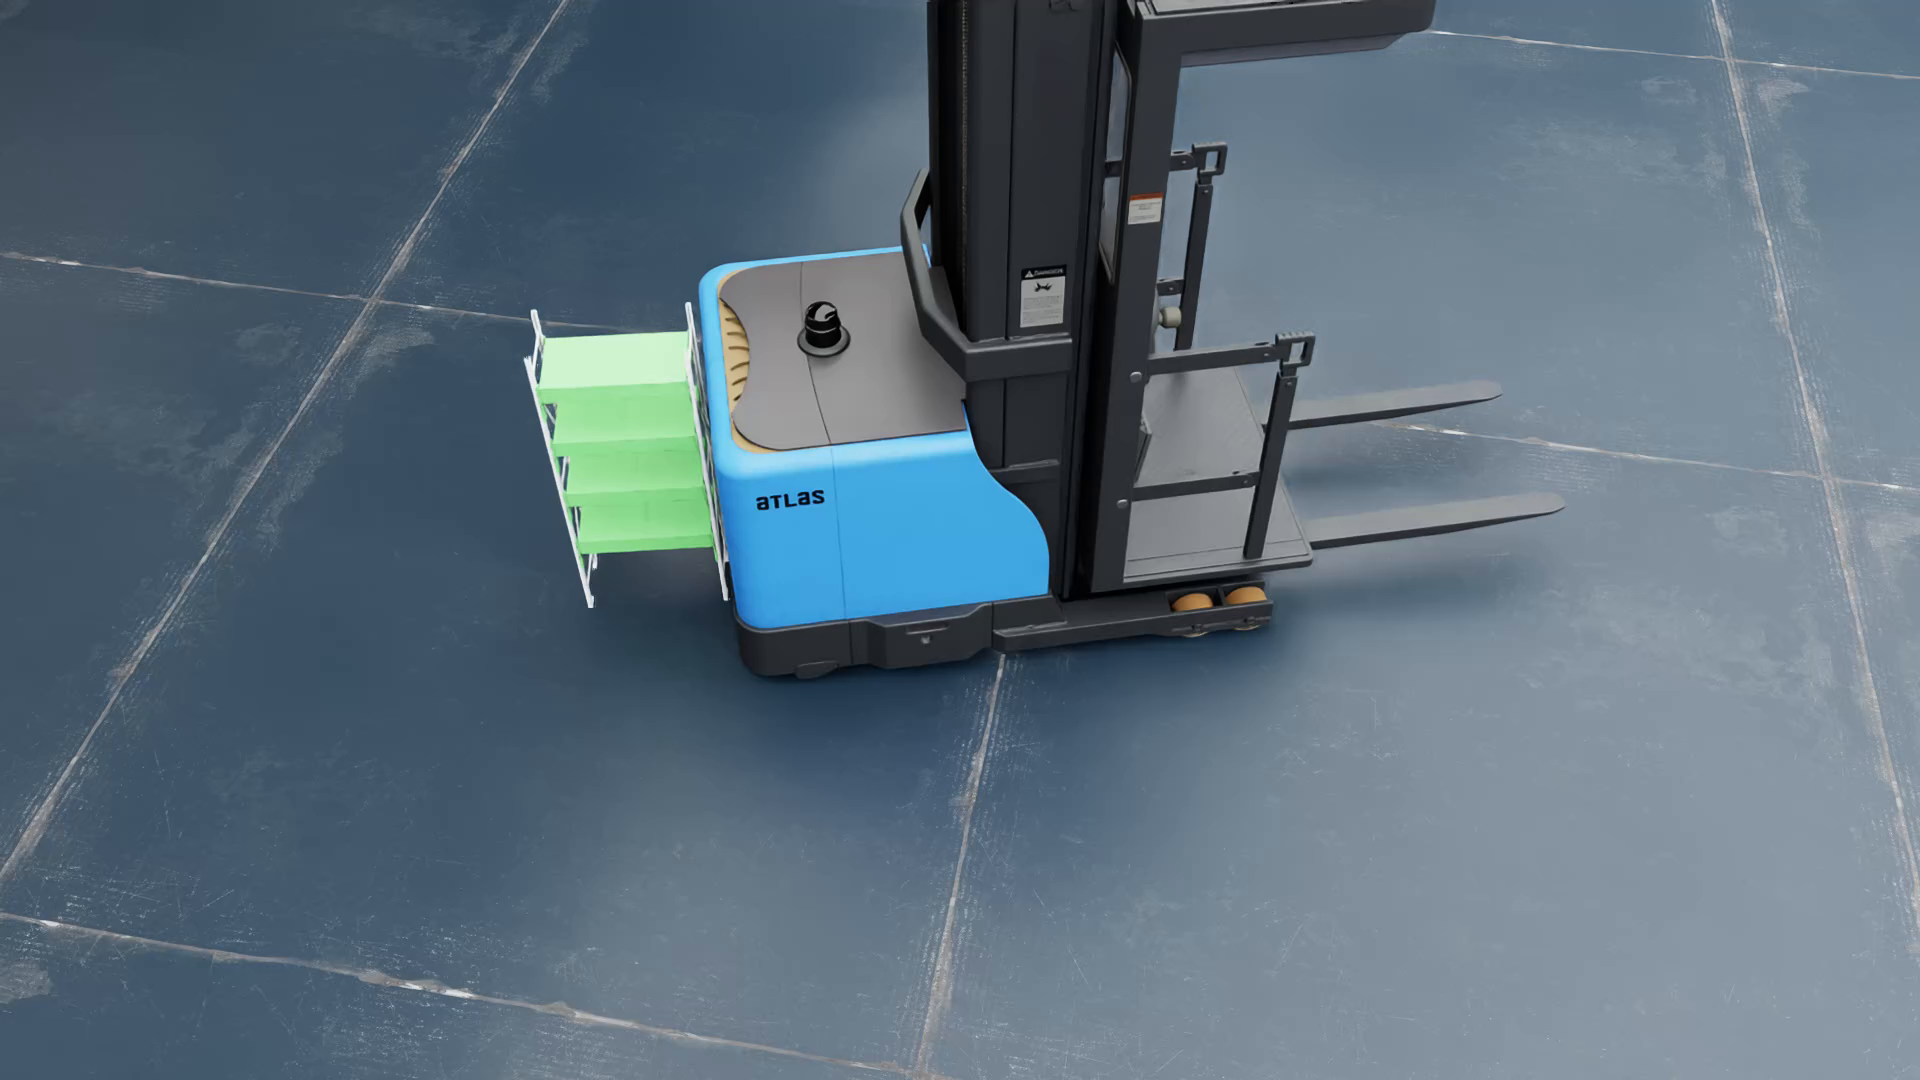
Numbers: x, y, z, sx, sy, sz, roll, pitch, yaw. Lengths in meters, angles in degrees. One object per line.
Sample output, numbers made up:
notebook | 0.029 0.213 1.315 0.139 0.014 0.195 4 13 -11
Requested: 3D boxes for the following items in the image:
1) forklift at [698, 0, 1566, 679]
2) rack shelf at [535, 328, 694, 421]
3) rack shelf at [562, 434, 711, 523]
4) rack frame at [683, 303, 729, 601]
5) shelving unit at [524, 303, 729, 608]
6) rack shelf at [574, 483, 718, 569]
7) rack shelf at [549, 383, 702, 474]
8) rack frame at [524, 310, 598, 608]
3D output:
forklift | 0.664 -1.017 5.193 3.031 2.935 1.130 -7 48 -6
rack shelf | -1.104 -0.534 5.364 0.480 0.148 0.258 -3 48 -3
rack shelf | -1.104 -0.213 5.721 0.480 0.148 0.258 -3 48 -3
rack frame | -0.861 -0.269 5.685 0.015 1.200 0.240 -3 48 -3
shelving unit | -1.104 -0.256 5.673 0.503 1.200 0.258 -3 48 -3
rack shelf | -1.104 -0.052 5.899 0.480 0.148 0.258 -3 48 -3
rack shelf | -1.104 -0.373 5.542 0.480 0.148 0.258 -3 48 -3
rack frame | -1.347 -0.242 5.661 0.015 1.200 0.240 -3 48 -3
